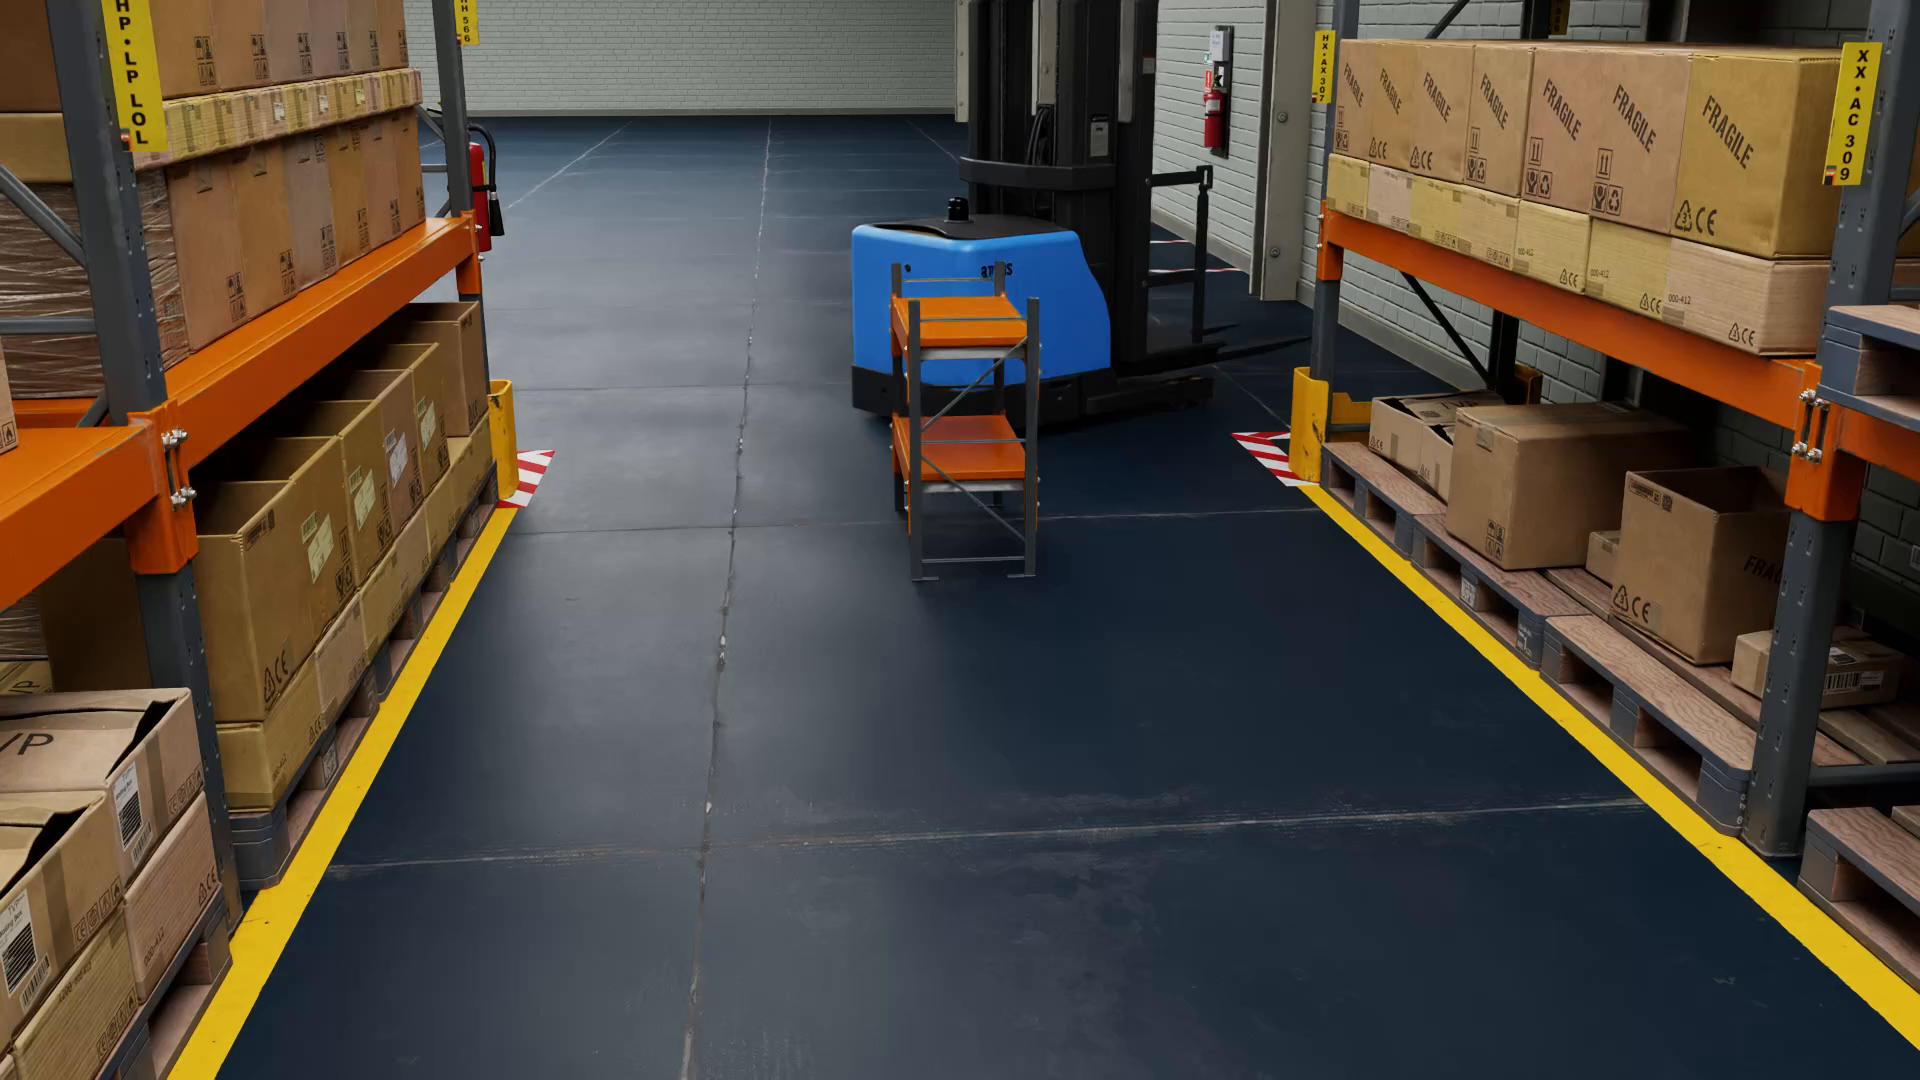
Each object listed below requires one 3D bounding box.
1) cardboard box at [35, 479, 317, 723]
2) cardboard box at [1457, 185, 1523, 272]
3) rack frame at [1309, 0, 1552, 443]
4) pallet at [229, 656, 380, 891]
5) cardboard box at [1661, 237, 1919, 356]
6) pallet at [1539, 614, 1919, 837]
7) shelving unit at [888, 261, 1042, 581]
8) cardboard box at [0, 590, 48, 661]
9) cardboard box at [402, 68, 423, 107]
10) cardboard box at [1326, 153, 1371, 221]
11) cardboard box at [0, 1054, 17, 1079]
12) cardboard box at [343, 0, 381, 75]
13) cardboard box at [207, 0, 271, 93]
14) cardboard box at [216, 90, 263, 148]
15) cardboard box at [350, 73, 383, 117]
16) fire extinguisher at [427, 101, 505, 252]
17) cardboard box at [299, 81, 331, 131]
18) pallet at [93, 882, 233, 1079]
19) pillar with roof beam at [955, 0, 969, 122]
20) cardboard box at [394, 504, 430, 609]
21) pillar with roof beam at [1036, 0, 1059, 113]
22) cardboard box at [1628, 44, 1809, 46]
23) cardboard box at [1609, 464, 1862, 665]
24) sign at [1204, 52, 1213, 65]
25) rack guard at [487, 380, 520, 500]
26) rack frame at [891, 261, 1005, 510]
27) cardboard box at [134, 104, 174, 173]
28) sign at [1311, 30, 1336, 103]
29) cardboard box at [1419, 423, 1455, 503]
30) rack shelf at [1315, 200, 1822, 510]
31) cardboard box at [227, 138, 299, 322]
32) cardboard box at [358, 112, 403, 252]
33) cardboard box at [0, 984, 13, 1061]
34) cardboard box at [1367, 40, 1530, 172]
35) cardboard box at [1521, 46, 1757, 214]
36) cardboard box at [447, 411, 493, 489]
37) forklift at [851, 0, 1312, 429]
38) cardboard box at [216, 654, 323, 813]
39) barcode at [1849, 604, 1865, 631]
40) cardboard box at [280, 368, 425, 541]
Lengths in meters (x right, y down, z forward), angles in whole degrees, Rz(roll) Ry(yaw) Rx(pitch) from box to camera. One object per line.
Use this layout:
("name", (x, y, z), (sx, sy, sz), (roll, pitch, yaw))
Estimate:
("cardboard box", (-2.022, 0.153, 4.320), (0.500, 0.500, 0.500), (-2, 18, -6))
("cardboard box", (2.128, -1.125, 5.969), (0.500, 0.250, 0.500), (-2, 18, -5))
("rack frame", (2.229, -1.799, 7.899), (1.000, 3.000, 0.127), (-2, 18, -6))
("pallet", (-2.326, 0.639, 4.789), (1.003, 0.211, 1.213), (-2, 18, -6))
("cardboard box", (2.291, -0.677, 4.542), (0.500, 0.250, 0.500), (-2, 18, -6))
("pallet", (2.537, 0.524, 5.155), (1.003, 0.211, 1.213), (-2, 18, -6))
("shelving unit", (0.001, -0.535, 7.002), (0.538, 1.125, 1.048), (-2, 18, -6))
("cardboard box", (-2.590, 0.020, 4.743), (0.500, 0.500, 0.500), (-2, 18, -6))
("cardboard box", (-2.469, -1.894, 6.952), (0.380, 0.149, 0.250), (-2, 18, -7))
("cardboard box", (1.964, -1.582, 7.424), (0.500, 0.250, 0.500), (-2, 18, -7))
("cardboard box", (-1.851, 1.076, 2.630), (0.500, 0.250, 0.500), (-1, 17, -4))
("cardboard box", (-2.597, -2.000, 6.206), (0.700, 0.500, 0.500), (-2, 18, -7))
("cardboard box", (-2.442, -1.551, 4.778), (0.700, 0.500, 0.500), (-2, 18, -6))
("cardboard box", (-2.227, -1.201, 4.744), (0.380, 0.149, 0.250), (-2, 18, -7))
("cardboard box", (-2.390, -1.665, 6.222), (0.380, 0.149, 0.250), (-2, 17, -5))
("fire extinguisher", (-2.248, -1.657, 7.578), (0.296, 0.674, 0.183), (-2, 18, -6))
("cardboard box", (-2.307, -1.432, 5.480), (0.380, 0.149, 0.250), (-2, 18, -6))
("pallet", (-2.170, 1.096, 3.335), (1.003, 0.211, 1.213), (-2, 18, -6))
("pillar with roof beam", (-4.215, -13.284, 34.468), (9.100, 9.000, 0.400), (-2, 18, -6))
("cardboard box", (-2.182, 0.064, 5.855), (0.500, 0.250, 0.500), (-2, 18, -6))
("pillar with roof beam", (-2.977, -9.709, 23.080), (9.100, 9.000, 0.400), (-2, 18, -6))
("cardboard box", (2.641, -1.507, 5.933), (0.500, 0.500, 0.500), (-2, 17, -5))
("cardboard box", (2.495, 0.068, 5.393), (0.500, 0.500, 0.500), (-3, 18, -10))
("sign", (2.363, -4.578, 15.808), (0.001, 0.109, 0.331), (-2, 18, -6))
("rack guard", (-2.700, -0.459, 7.805), (1.175, 0.500, 0.348), (-2, 18, -6))
("rack frame", (-0.052, -0.686, 7.485), (0.500, 1.125, 0.032), (-2, 18, -6))
("cardboard box", (-2.146, -0.971, 4.012), (0.380, 0.149, 0.250), (-2, 17, -5))
("sign", (1.689, -2.195, 7.716), (0.100, 0.325, 0.005), (-2, 18, -6))
("cardboard box", (2.270, -0.347, 7.030), (0.500, 0.311, 0.500), (0, 17, -1))
("rack shelf", (2.435, -0.860, 6.109), (1.077, 0.370, 4.000), (-2, 18, -6))
("cardboard box", (-2.446, -0.939, 4.994), (0.700, 0.500, 0.500), (-2, 17, -5))
("cardboard box", (-2.603, -1.397, 6.451), (0.700, 0.500, 0.500), (-1, 17, -4))
("cardboard box", (-1.849, 0.806, 2.554), (0.500, 0.311, 0.500), (-2, 18, -6))
("cardboard box", (2.020, -1.796, 6.854), (0.500, 0.500, 0.500), (-2, 18, -5))
("cardboard box", (2.187, -1.333, 5.381), (0.500, 0.500, 0.500), (-2, 18, -7))
("cardboard box", (-2.349, -0.383, 7.277), (0.500, 0.250, 0.500), (-2, 18, -6))
("forklift", (0.851, -2.259, 9.479), (3.031, 2.935, 1.130), (-14, 22, -38))
("cardboard box", (-2.031, 0.511, 4.431), (0.500, 0.250, 0.500), (-2, 18, -6))
("barcode", (2.852, 0.247, 5.290), (0.001, 0.075, 0.075), (-2, 18, -6))
("cardboard box", (-2.178, -0.294, 5.743), (0.500, 0.500, 0.500), (-2, 18, -6))
